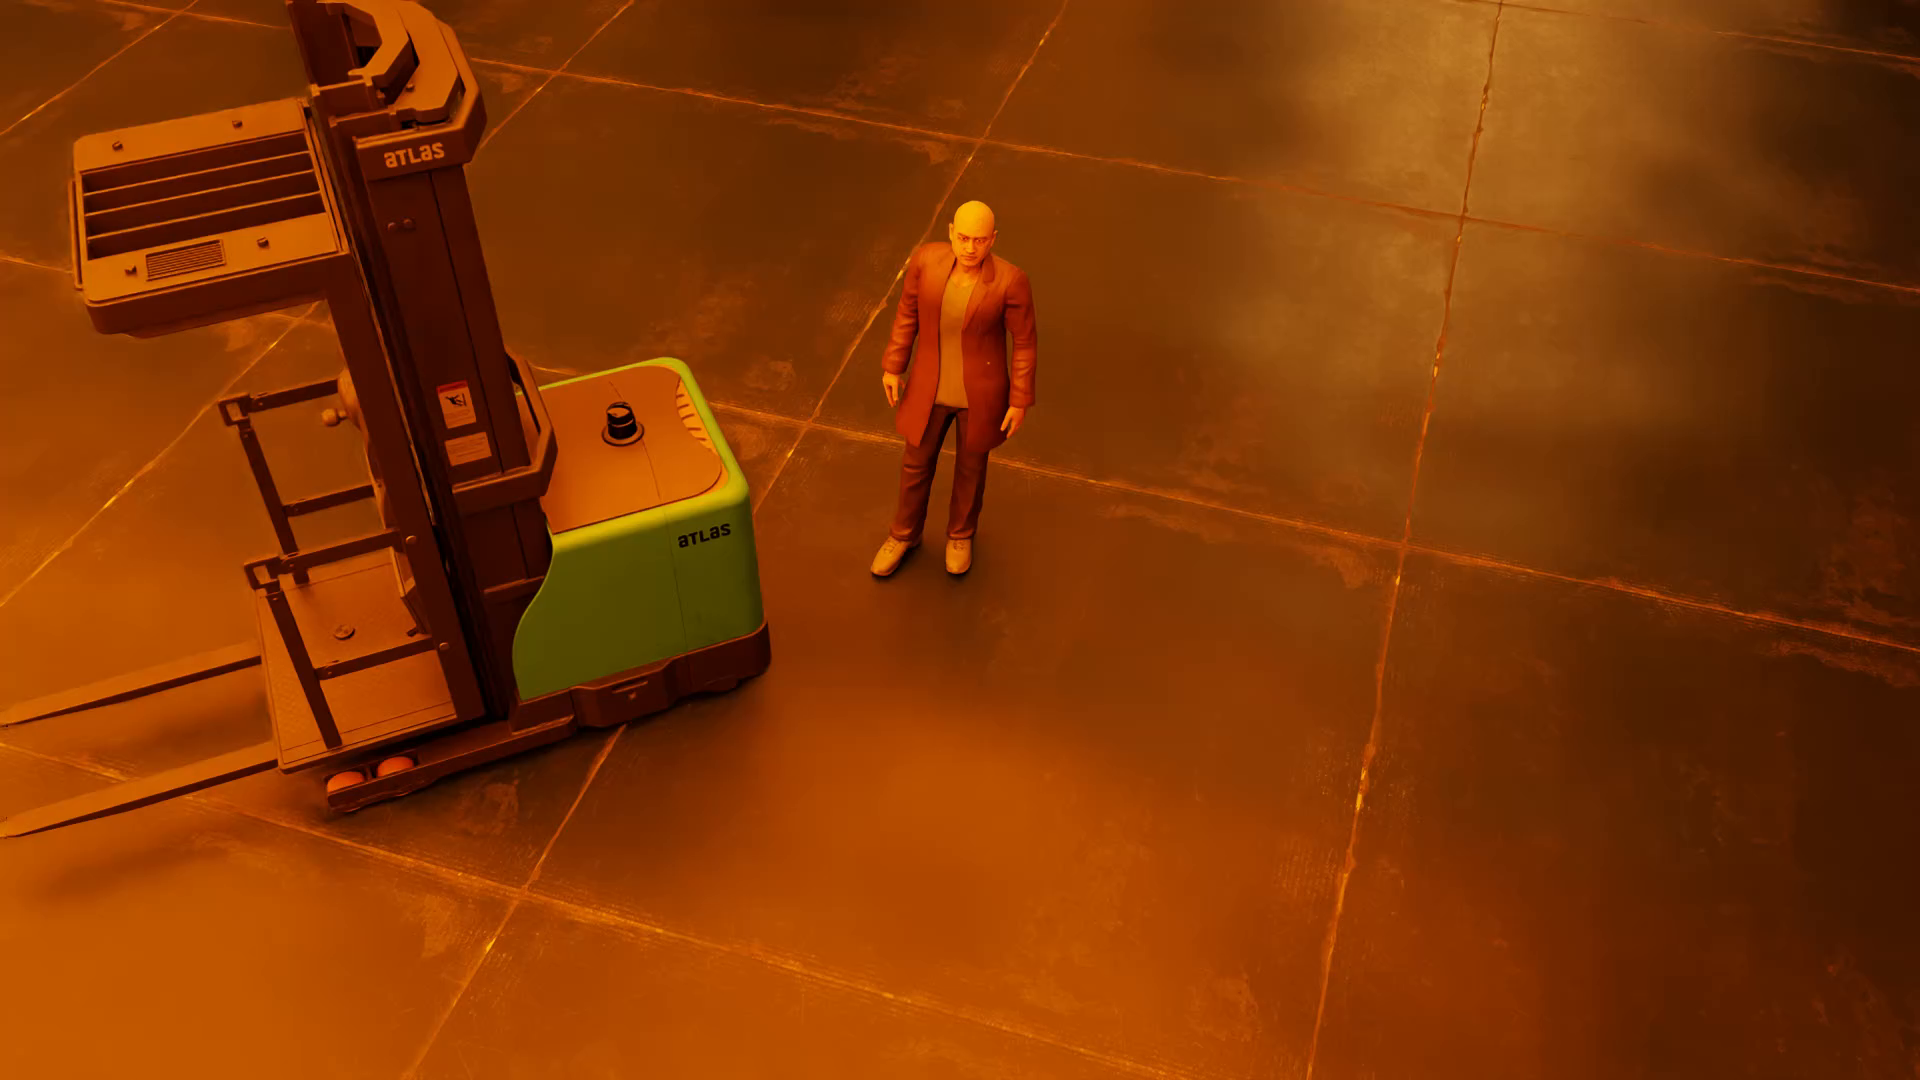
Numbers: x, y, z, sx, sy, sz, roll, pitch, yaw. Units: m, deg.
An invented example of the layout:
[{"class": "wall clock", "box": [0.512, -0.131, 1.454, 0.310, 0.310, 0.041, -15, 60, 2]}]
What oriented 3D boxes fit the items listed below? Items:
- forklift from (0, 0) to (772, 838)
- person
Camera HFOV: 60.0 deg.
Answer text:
[{"class": "forklift", "box": [-2.381, -0.396, 6.115, 3.031, 2.935, 1.130, -16, 45, -17]}, {"class": "person", "box": [-0.032, -0.598, 7.167, 0.698, 1.777, 0.581, 12, 44, 13]}]
